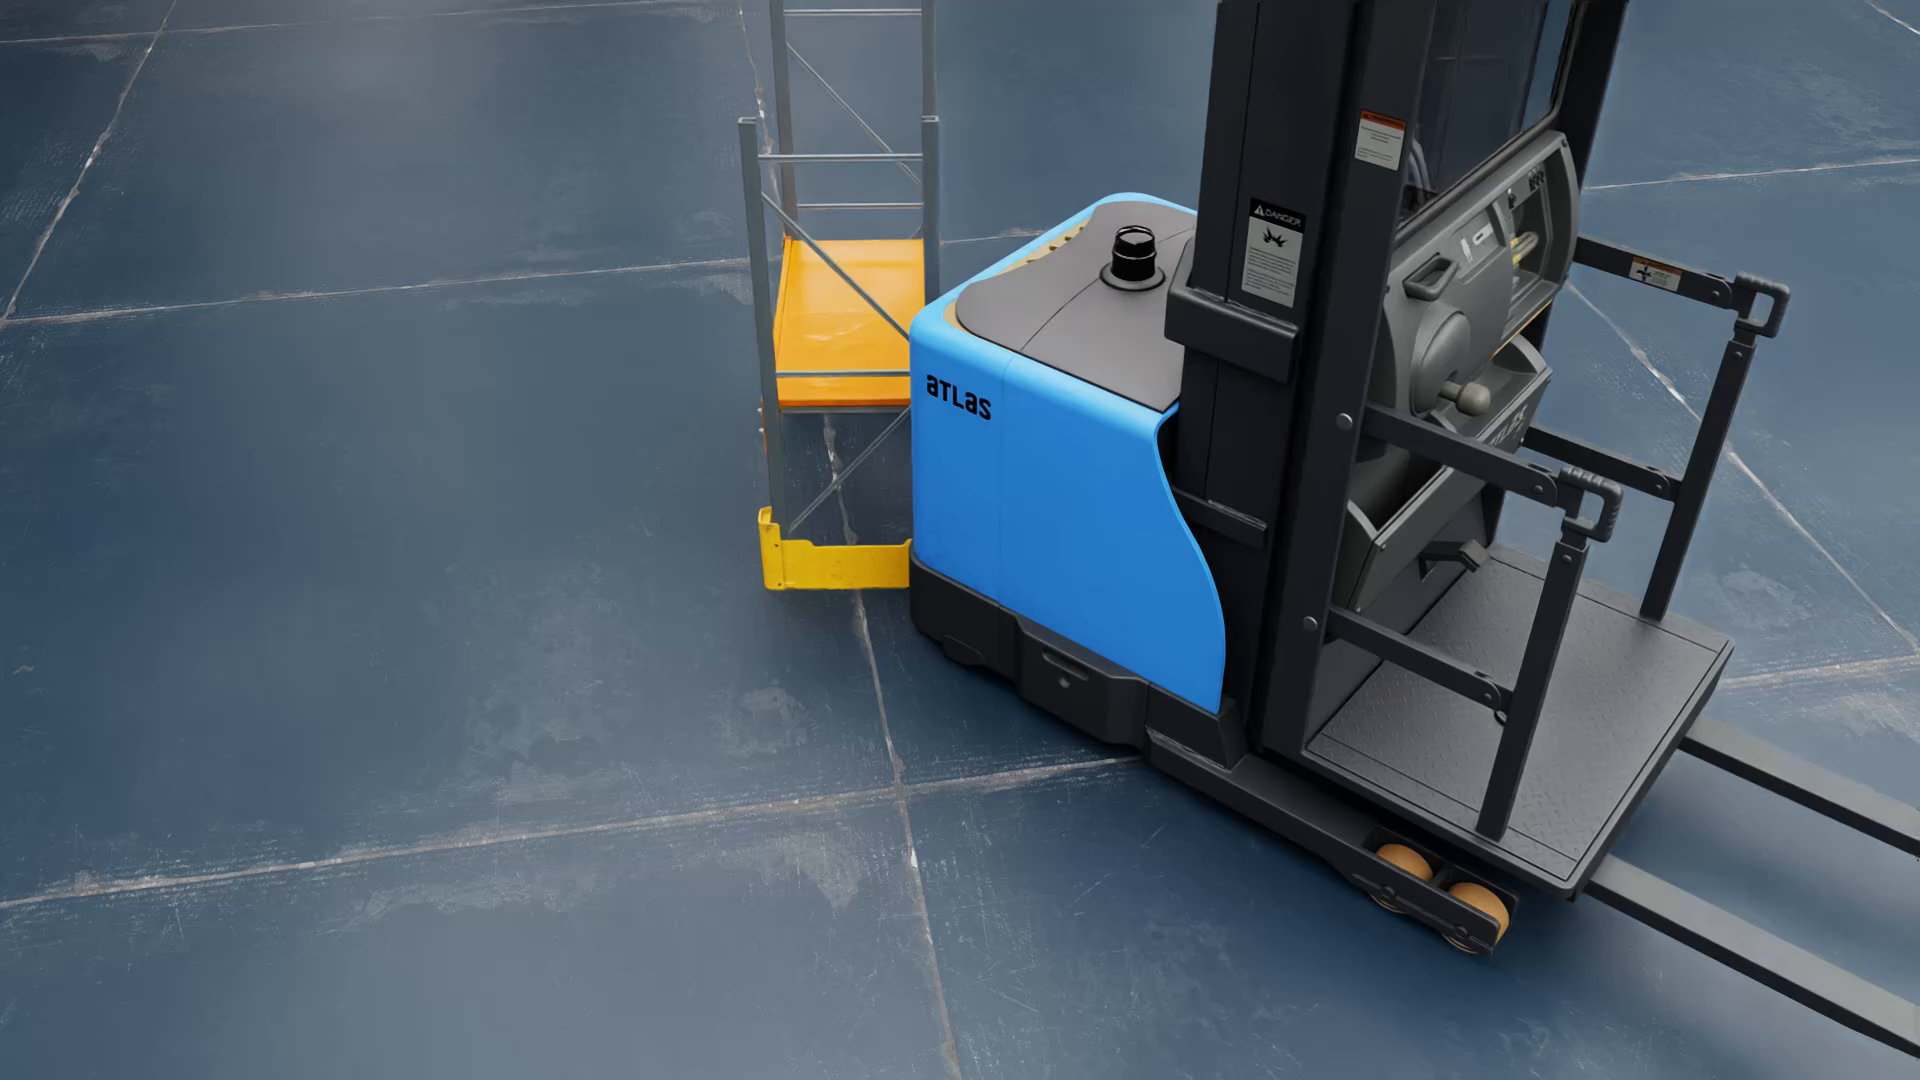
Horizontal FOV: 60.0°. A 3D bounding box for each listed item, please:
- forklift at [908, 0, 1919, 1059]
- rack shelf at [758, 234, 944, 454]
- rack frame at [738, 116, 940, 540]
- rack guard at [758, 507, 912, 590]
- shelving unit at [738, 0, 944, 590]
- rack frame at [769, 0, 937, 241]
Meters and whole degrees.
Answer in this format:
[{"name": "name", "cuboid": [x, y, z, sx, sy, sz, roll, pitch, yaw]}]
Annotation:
[{"name": "forklift", "cuboid": [1.316, -0.541, 3.558, 3.031, 2.935, 1.130, 26, 45, 30]}, {"name": "rack shelf", "cuboid": [-0.313, -0.629, 5.131, 0.538, 0.185, 1.000, -1, 38, -1]}, {"name": "rack frame", "cuboid": [-0.303, -0.459, 4.619, 0.500, 1.500, 0.032, -1, 38, -1]}, {"name": "rack guard", "cuboid": [-0.304, 0.022, 5.018, 0.587, 0.250, 0.087, -1, 38, -1]}, {"name": "shelving unit", "cuboid": [-0.313, -0.777, 5.027, 0.587, 1.500, 1.083, -1, 38, -1]}, {"name": "rack frame", "cuboid": [-0.323, -1.083, 5.422, 0.500, 1.500, 0.032, -1, 38, -1]}]
